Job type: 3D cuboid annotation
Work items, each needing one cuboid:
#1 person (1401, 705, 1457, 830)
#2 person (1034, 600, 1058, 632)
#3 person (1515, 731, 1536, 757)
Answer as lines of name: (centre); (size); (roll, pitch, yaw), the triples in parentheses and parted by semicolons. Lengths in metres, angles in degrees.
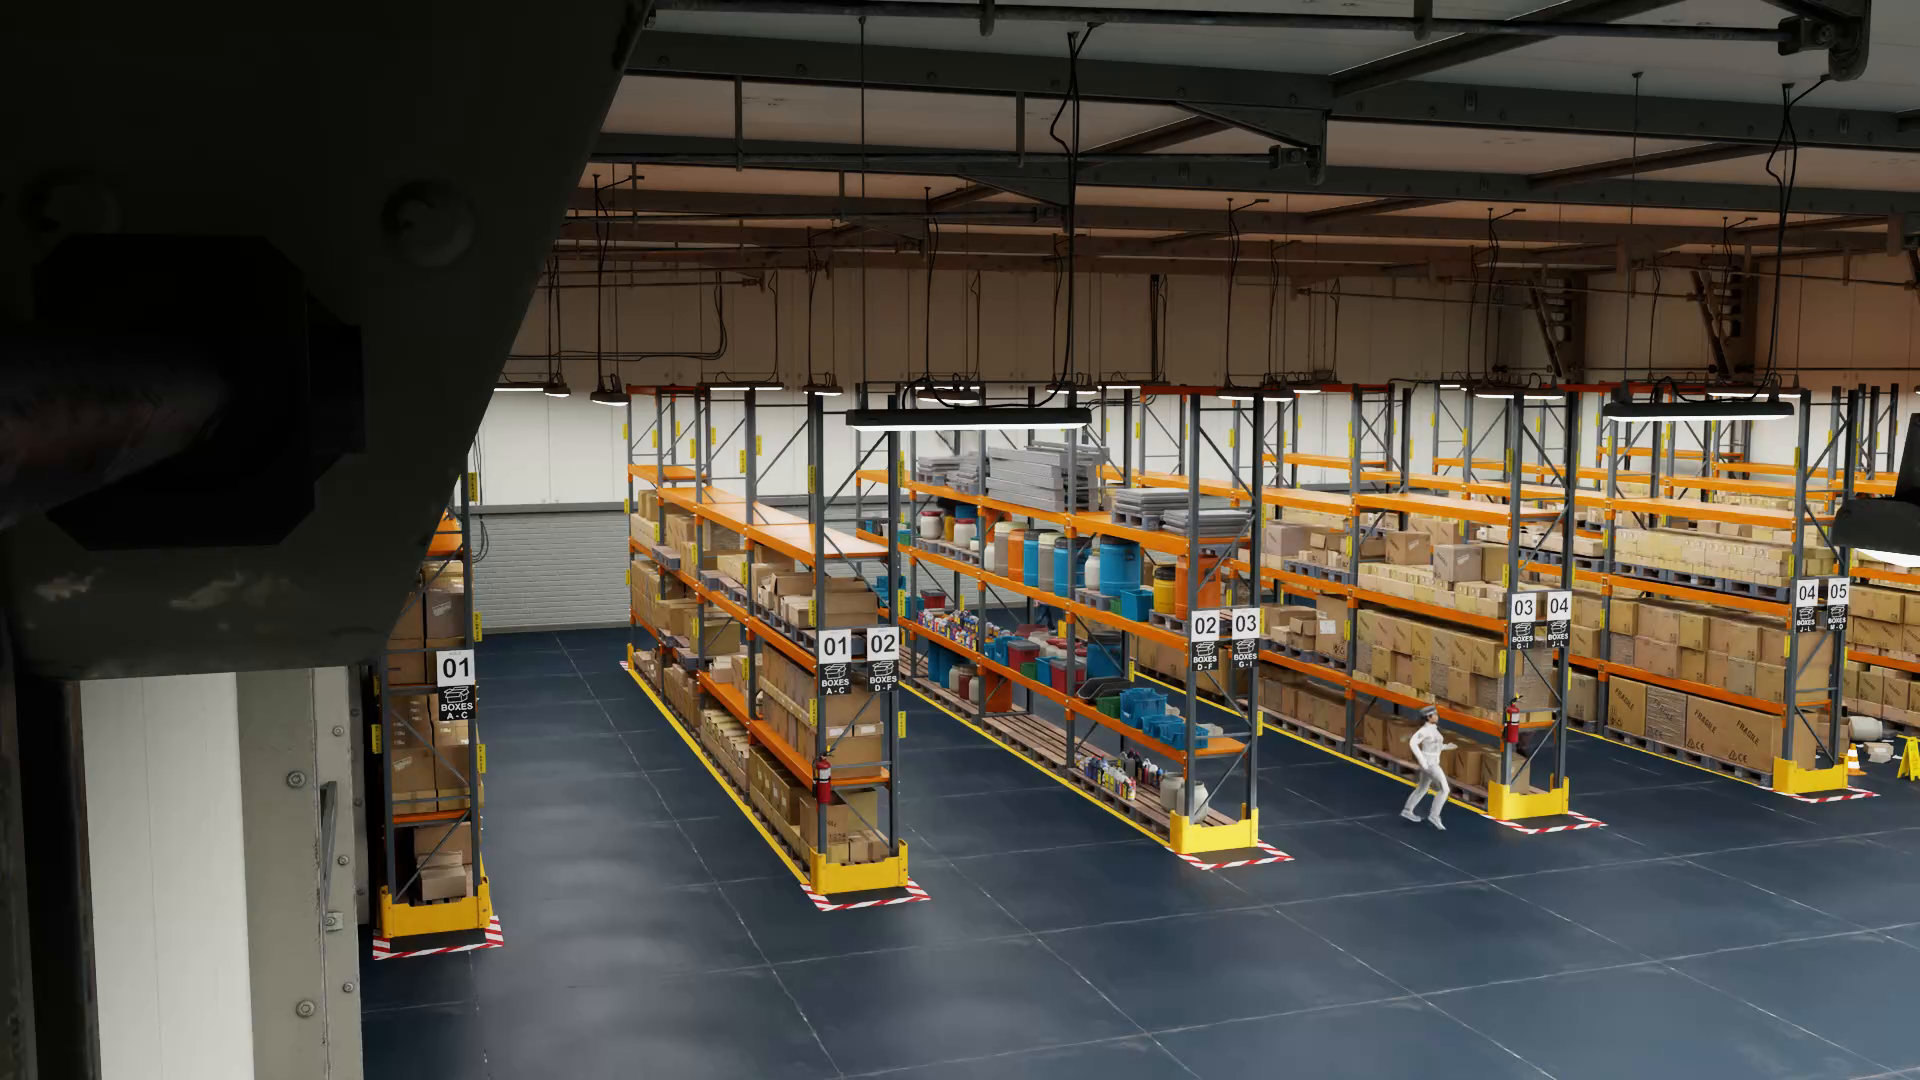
person: (6.482, 3.128, 22.943); (0.721, 1.744, 0.582); (2, 6, 17)
person: (2.027, 1.494, 39.343); (1.007, 1.514, 0.470); (-3, 7, -28)
person: (9.275, 2.714, 27.298); (0.651, 1.657, 0.746); (-4, 7, -33)
